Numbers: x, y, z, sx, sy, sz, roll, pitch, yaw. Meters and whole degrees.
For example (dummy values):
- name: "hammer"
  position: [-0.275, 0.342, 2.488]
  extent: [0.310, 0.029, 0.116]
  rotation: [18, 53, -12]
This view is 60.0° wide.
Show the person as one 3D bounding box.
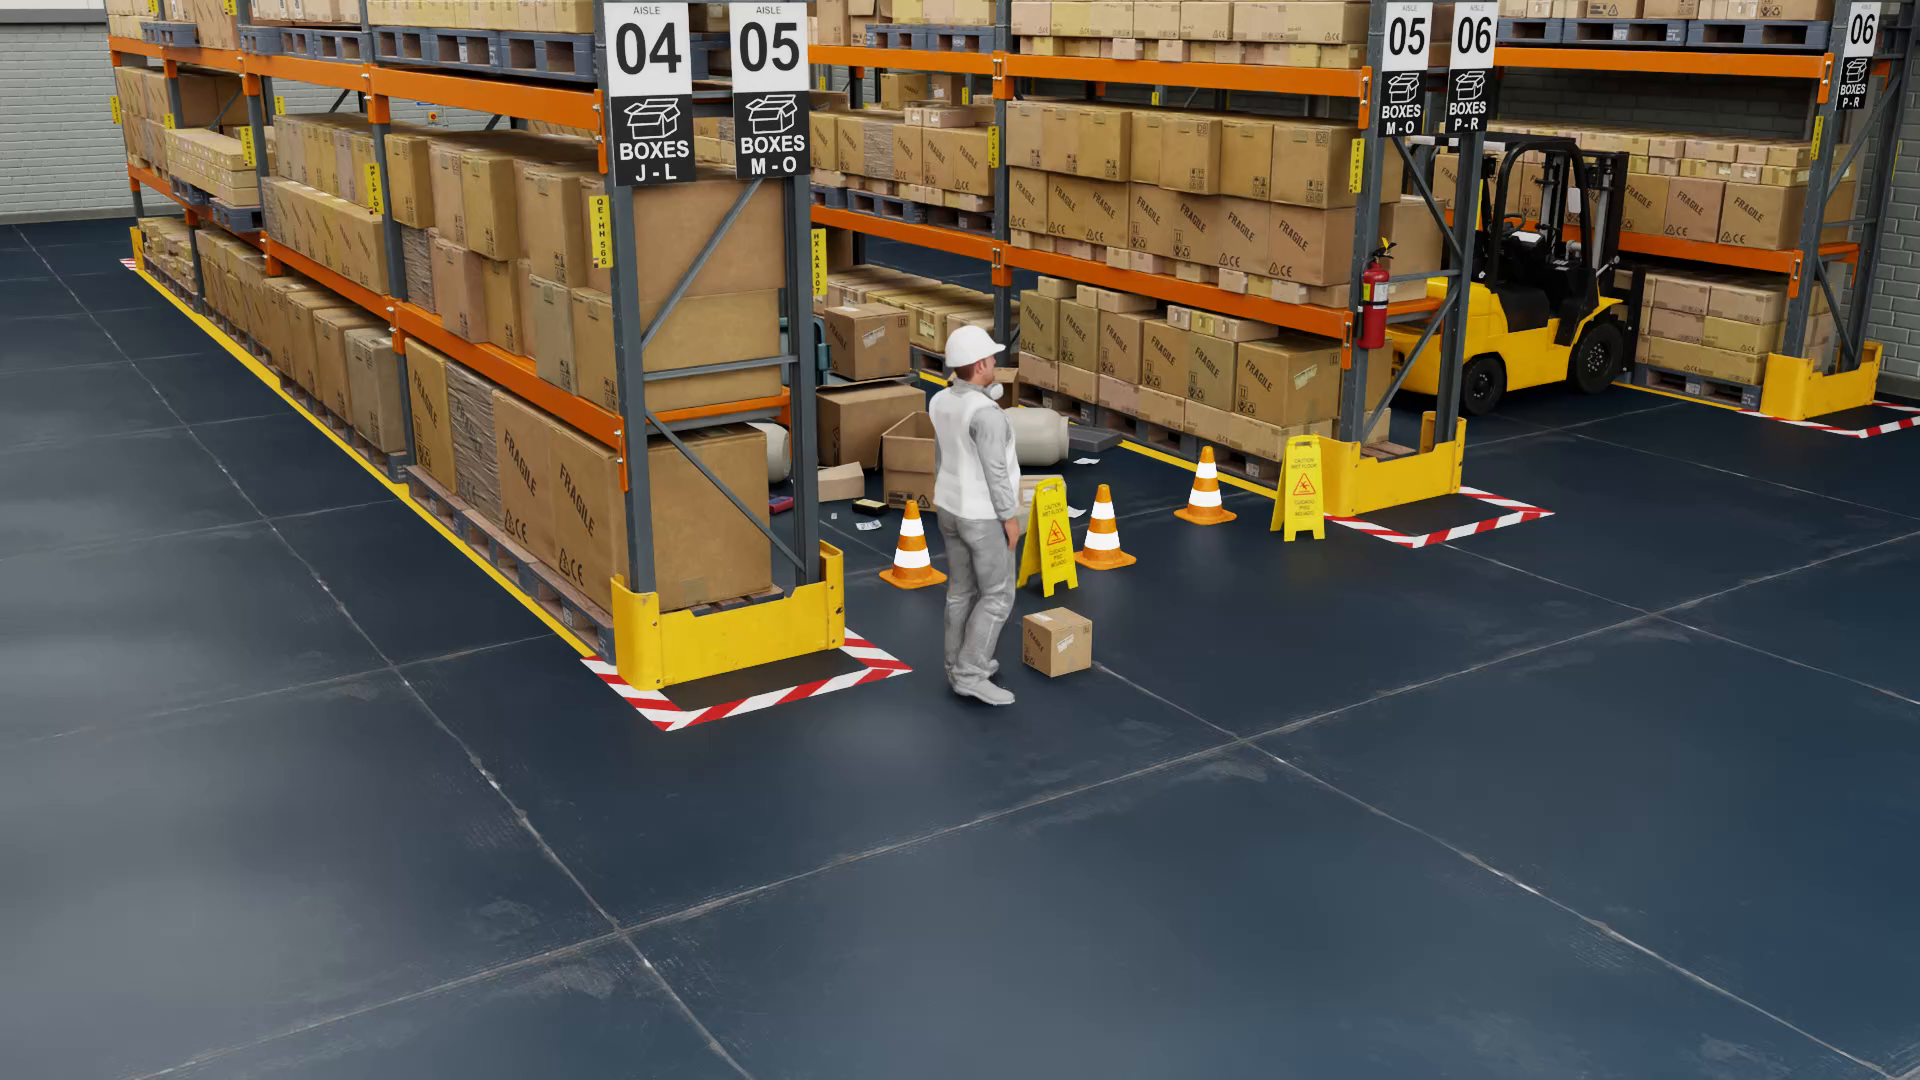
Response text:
- name: "person"
  position: [0.080, -0.124, 7.896]
  extent: [0.379, 1.789, 0.546]
  rotation: [-12, 21, -32]
